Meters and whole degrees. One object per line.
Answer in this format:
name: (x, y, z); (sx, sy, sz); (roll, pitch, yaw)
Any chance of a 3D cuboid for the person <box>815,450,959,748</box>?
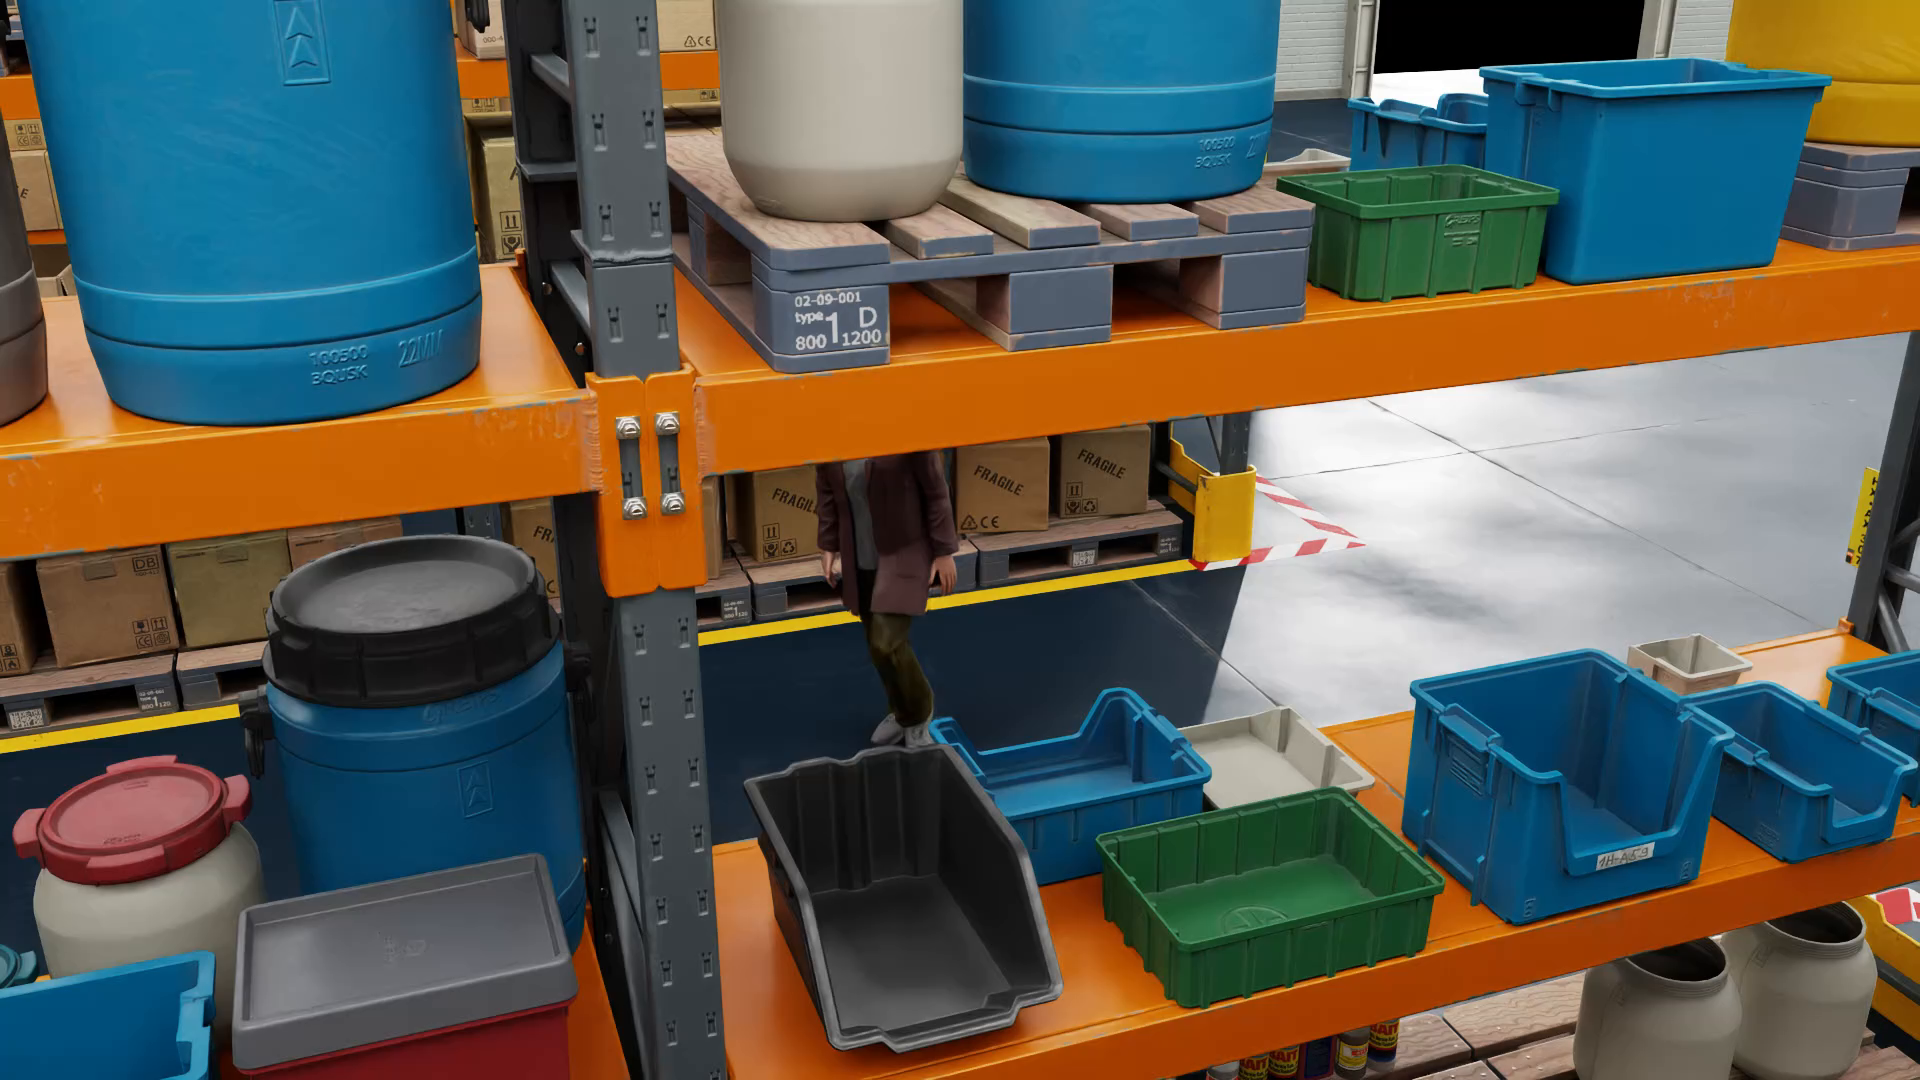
person: (-0.314, 0.059, 6.922); (0.637, 1.761, 0.551); (14, 26, 31)
